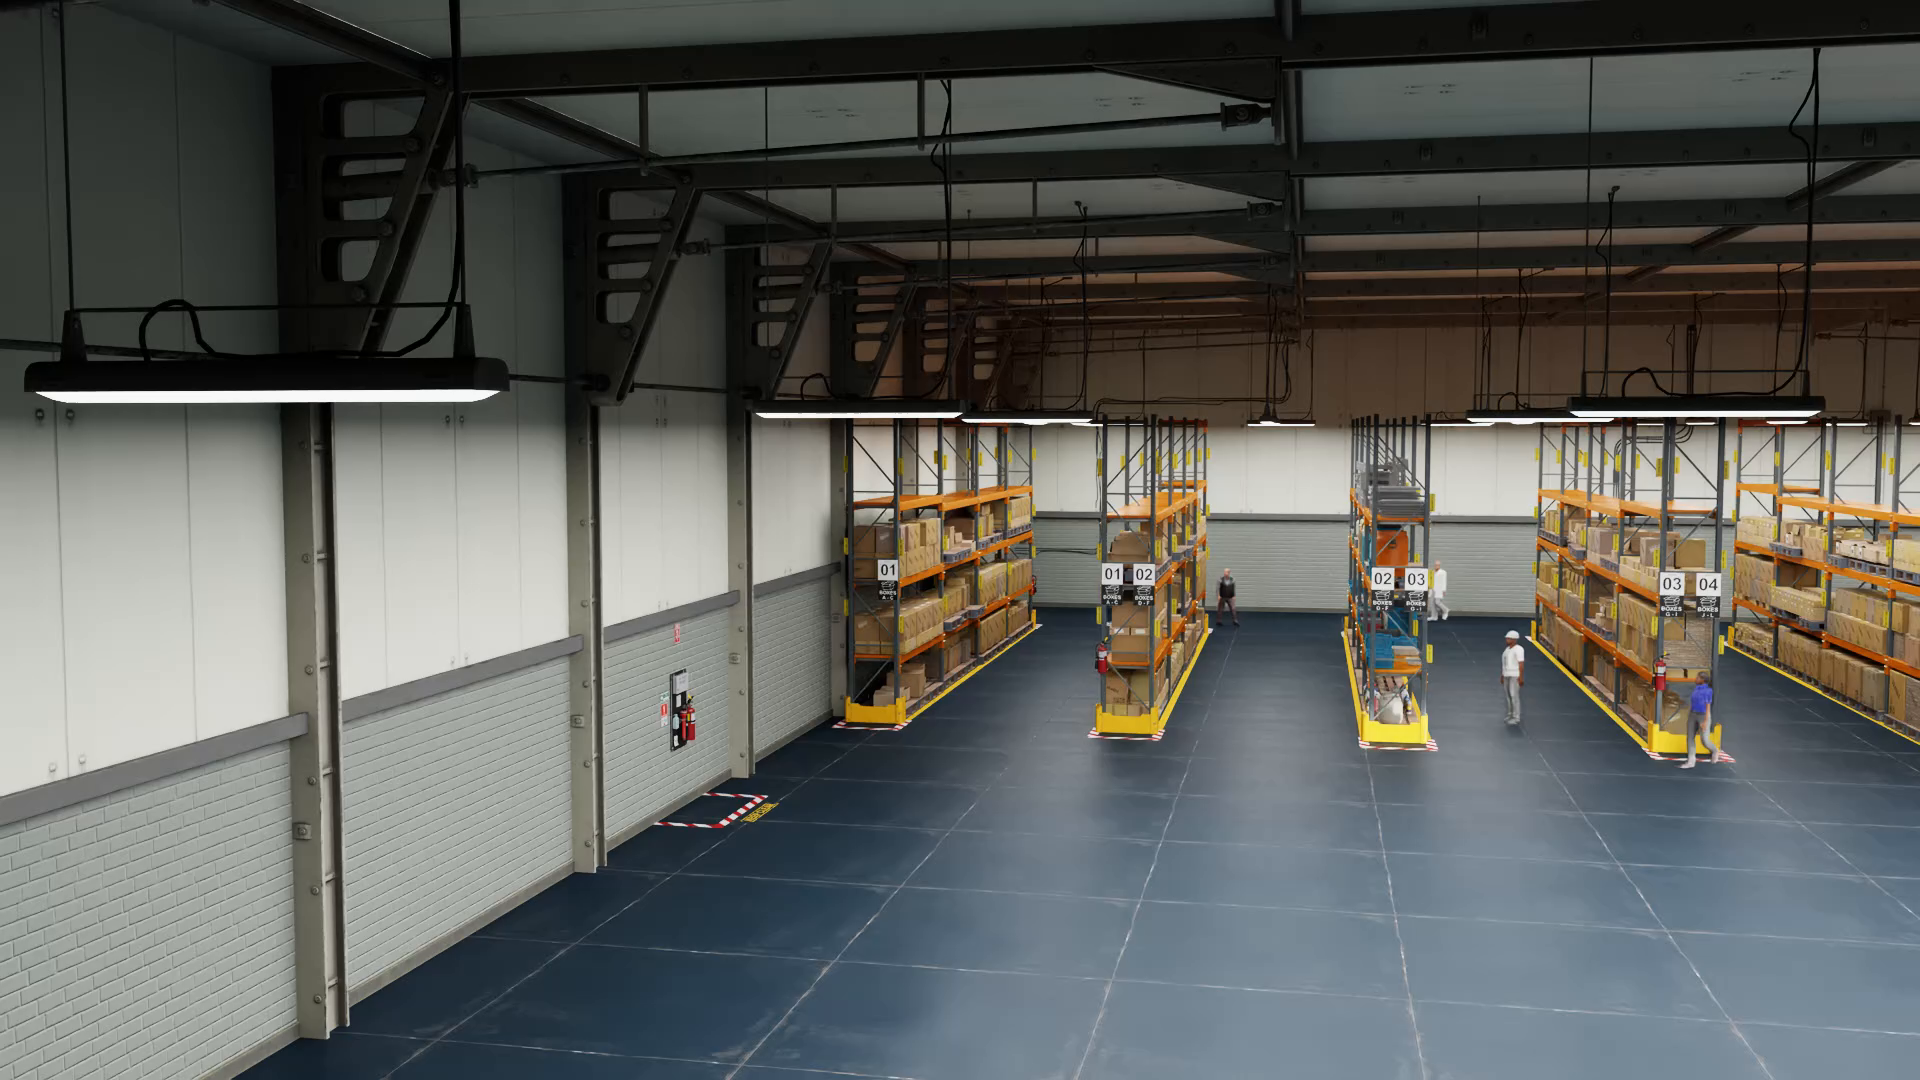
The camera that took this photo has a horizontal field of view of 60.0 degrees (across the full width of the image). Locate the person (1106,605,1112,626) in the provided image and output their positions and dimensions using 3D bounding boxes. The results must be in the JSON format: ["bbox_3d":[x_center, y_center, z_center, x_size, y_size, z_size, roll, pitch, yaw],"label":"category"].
[{"bbox_3d":[4.432,1.707,48.512,0.462,1.609,0.520,0,4,-6],"label":"person"}]

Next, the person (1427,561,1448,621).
[{"bbox_3d":[14.234,1.520,49.578,0.640,1.776,0.603,-2,4,-30],"label":"person"}]

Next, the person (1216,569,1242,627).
[{"bbox_3d":[7.701,1.664,47.917,0.658,1.662,1.024,-1,4,-17],"label":"person"}]

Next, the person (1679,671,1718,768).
[{"bbox_3d":[12.513,3.026,28.054,0.660,1.648,0.420,-3,5,-35],"label":"person"}]

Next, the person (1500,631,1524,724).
[{"bbox_3d":[10.766,2.671,32.511,0.469,1.774,0.668,-1,4,-13],"label":"person"}]
